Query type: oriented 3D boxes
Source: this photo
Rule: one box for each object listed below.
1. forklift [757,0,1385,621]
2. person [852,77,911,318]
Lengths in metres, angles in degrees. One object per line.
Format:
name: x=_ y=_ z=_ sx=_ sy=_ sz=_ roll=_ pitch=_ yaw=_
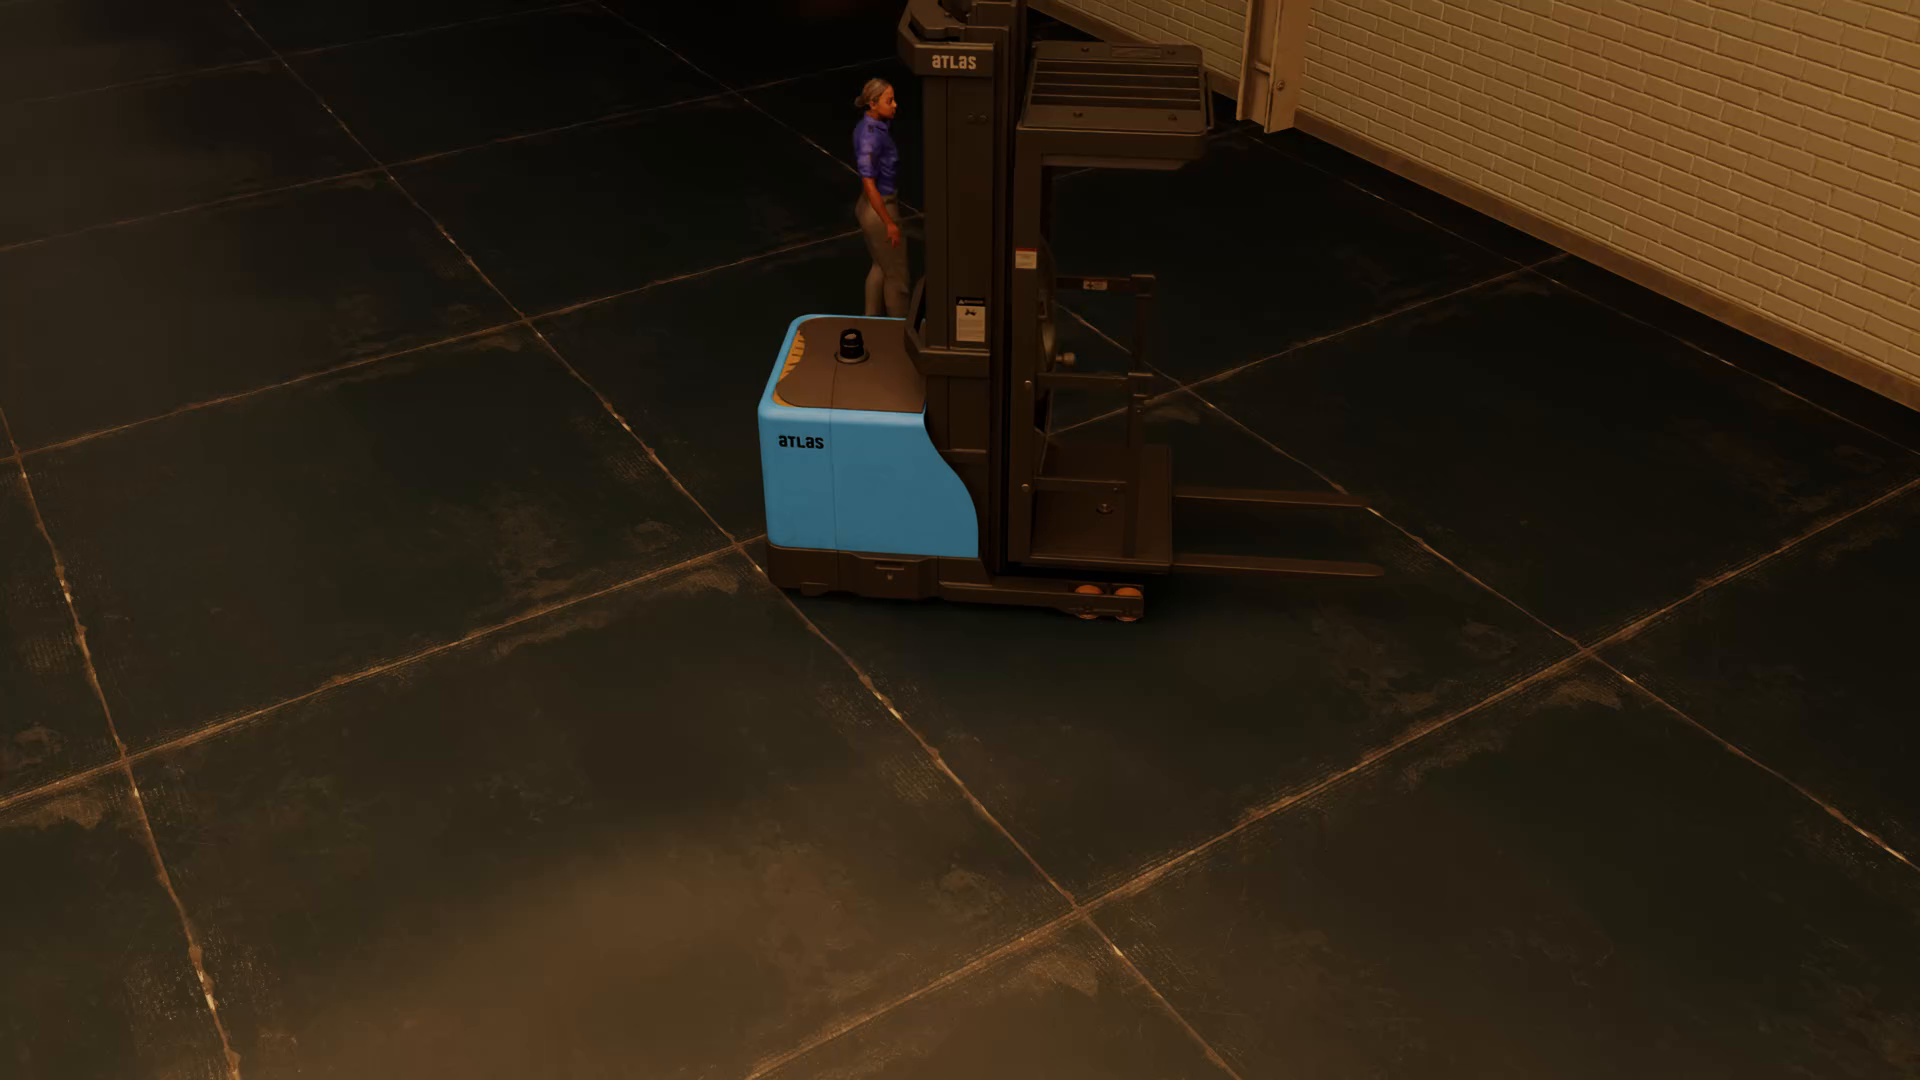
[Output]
forklift: x=0.589 y=-1.123 z=7.746 sx=3.031 sy=2.935 sz=1.130 roll=3 pitch=35 yaw=5
person: x=-0.396 y=-1.972 z=10.065 sx=0.477 sy=1.657 sz=0.611 roll=-7 pitch=36 yaw=-10
